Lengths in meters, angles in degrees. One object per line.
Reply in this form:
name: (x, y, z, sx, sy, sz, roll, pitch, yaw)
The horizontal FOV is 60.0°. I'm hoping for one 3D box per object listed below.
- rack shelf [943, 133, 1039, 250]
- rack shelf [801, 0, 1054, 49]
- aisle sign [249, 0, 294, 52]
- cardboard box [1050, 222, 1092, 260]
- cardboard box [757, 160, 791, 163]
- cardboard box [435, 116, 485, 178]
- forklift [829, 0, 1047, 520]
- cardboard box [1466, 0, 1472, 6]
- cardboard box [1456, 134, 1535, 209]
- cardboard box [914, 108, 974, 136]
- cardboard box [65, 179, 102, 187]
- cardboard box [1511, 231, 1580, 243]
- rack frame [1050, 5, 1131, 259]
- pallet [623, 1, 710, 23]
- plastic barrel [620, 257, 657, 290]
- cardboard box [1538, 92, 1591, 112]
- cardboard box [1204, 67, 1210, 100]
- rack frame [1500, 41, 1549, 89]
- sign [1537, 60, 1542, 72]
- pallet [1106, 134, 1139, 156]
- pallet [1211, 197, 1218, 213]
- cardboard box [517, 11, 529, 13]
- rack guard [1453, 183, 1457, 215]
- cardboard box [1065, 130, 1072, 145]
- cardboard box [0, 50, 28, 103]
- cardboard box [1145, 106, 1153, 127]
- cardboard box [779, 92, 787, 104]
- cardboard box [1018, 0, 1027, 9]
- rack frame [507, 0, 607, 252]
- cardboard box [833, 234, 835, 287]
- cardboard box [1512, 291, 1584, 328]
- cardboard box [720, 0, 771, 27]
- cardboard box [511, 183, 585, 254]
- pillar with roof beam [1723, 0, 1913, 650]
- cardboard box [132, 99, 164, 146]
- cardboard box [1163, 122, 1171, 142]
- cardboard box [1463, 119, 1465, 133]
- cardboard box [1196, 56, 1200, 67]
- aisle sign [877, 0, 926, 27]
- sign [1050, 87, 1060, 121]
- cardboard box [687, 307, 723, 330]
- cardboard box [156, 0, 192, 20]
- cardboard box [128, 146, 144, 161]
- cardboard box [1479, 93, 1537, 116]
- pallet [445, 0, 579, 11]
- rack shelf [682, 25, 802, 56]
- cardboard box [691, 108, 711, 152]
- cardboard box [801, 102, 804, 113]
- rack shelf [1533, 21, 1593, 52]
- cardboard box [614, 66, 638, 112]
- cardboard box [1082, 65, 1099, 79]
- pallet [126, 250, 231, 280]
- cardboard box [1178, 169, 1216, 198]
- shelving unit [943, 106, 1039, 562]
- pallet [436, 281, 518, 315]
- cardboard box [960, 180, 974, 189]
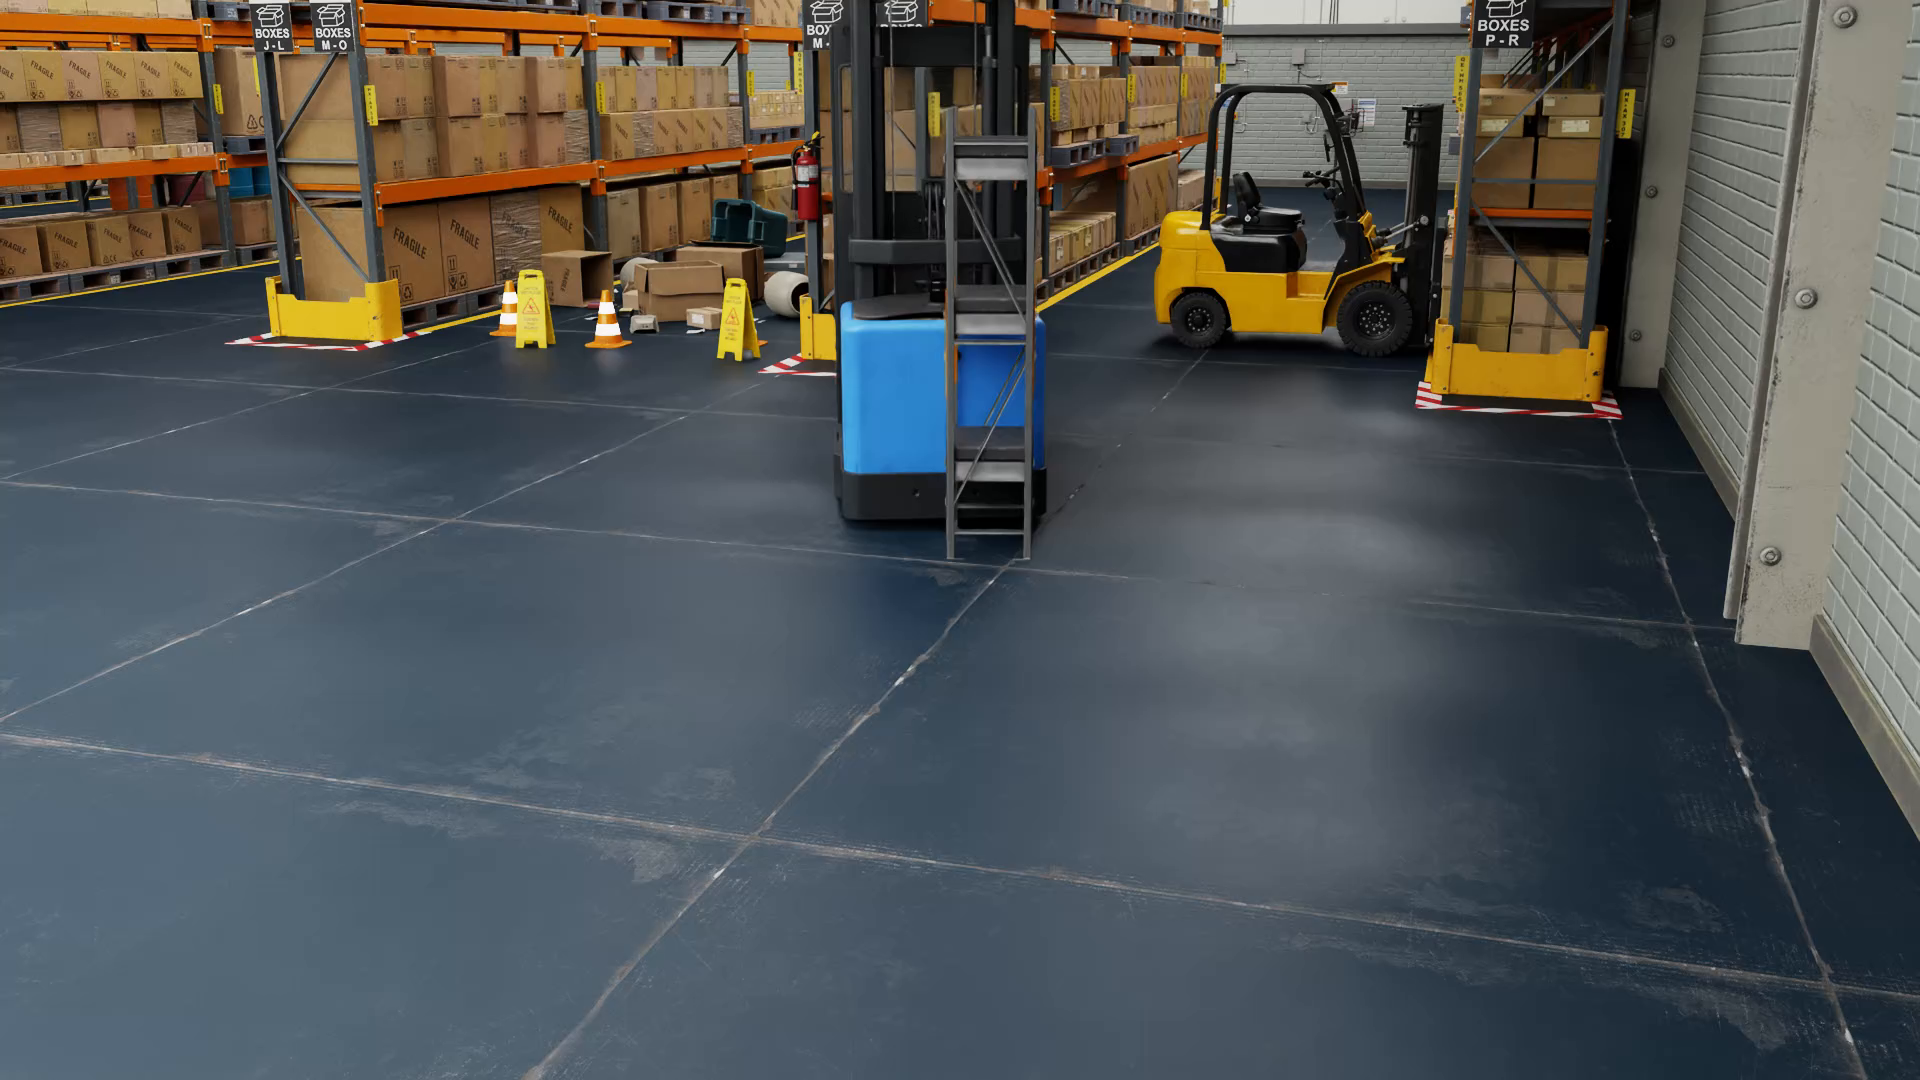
rack shelf: (0.146, -1.635, 7.732, 0.431, 0.518, 0.480, 1, 16, 2)
rack shelf: (-0.156, -4.519, 14.587, 1.077, 0.370, 4.000, 5, 16, 16)
aisle sign: (-5.806, -4.512, 13.976, 0.394, 0.787, 0.004, 5, 16, 16)
cardboard box: (0.956, -3.391, 18.835, 0.950, 0.372, 0.625, 5, 17, 18)
cardboard box: (-2.701, -5.444, 24.463, 0.500, 0.250, 0.500, 5, 17, 17)
cardboard box: (-5.022, -3.712, 15.643, 0.875, 0.550, 0.550, 5, 16, 16)
forklift: (-0.185, -1.861, 9.521, 1.130, 2.935, 3.031, -1, 16, -4)
cardboard box: (6.873, -7.115, 21.927, 0.380, 0.149, 0.250, 5, 17, 16)
cardboard box: (3.924, -2.712, 12.212, 0.500, 0.500, 0.500, 4, 16, 15)
cardboard box: (-0.179, -3.329, 13.839, 0.500, 0.500, 0.500, 5, 17, 18)
cardboard box: (-15.985, -6.587, 30.178, 0.500, 0.311, 0.500, 5, 16, 16)
cardboard box: (4.797, -2.381, 13.664, 0.500, 0.250, 0.500, 4, 16, 15)
rack frame: (1.549, -4.992, 20.433, 1.000, 3.000, 0.127, 5, 16, 16)
pallet: (-3.672, -6.236, 19.669, 1.003, 0.211, 1.213, 5, 17, 18)
plastic barrel: (-3.214, -2.648, 16.889, 0.421, 0.421, 0.512, -10, 19, -32)
cardboard box: (4.640, -3.360, 12.762, 0.380, 0.149, 0.250, 5, 17, 18)
cardboard box: (3.650, -7.202, 26.207, 0.500, 0.500, 0.500, 5, 16, 16)
rack frame: (7.446, -5.655, 22.769, 1.000, 3.000, 0.127, 5, 16, 16)
sign: (9.109, -7.362, 26.087, 0.100, 0.325, 0.005, 5, 16, 16)
pallet: (1.449, -4.705, 19.773, 1.213, 0.211, 1.003, 5, 16, 16)
pallet: (3.671, -5.528, 27.433, 1.003, 0.211, 1.213, 5, 16, 16)
cardboard box: (-6.970, -8.348, 25.814, 0.700, 0.500, 0.500, 5, 17, 17)
rack guard: (8.561, -5.479, 26.729, 1.175, 0.500, 0.348, 5, 16, 16)
cardboard box: (0.952, -4.212, 17.372, 0.380, 0.149, 0.250, 5, 17, 17)
cardboard box: (-9.659, -4.593, 16.465, 0.500, 0.500, 0.500, 5, 16, 16)
cardboard box: (2.232, -5.539, 21.718, 0.500, 0.250, 0.500, 5, 16, 16)
cardboard box: (-2.609, -6.097, 22.930, 0.380, 0.149, 0.250, 5, 17, 18)
cardboard box: (0.410, -5.034, 15.542, 0.380, 0.149, 0.250, 5, 17, 16)
rack frame: (-4.362, -4.303, 18.003, 1.000, 3.000, 0.127, 5, 16, 16)
cardboard box: (-0.746, -2.369, 14.080, 0.500, 0.500, 0.500, 5, 17, 16)
cardboard box: (4.369, -1.742, 12.327, 0.500, 0.250, 0.500, 5, 17, 17)
cardboard box: (-2.808, -6.970, 21.724, 0.500, 0.500, 0.500, 5, 16, 16)
cardboard box: (-4.608, -3.324, 17.675, 0.875, 0.875, 0.875, 5, 17, 17)
pillar with roof beam: (-0.735, -4.278, 6.920, 9.100, 9.000, 0.400, 5, 16, 16)
cardboard box: (-9.452, -4.664, 18.549, 0.875, 0.500, 0.500, 5, 16, 16)
cardboard box: (2.655, -5.696, 23.191, 0.500, 0.250, 0.500, 4, 16, 15)
cardboard box: (3.910, -3.057, 12.238, 0.380, 0.149, 0.250, 5, 17, 17)
cardboard box: (3.476, -7.339, 25.504, 0.380, 0.149, 0.250, 5, 16, 16)
aisle sign: (-0.444, -4.110, 12.557, 0.394, 0.787, 0.004, 5, 16, 16)
sign: (0.935, -4.322, 16.484, 0.100, 0.325, 0.005, 5, 16, 16)
cardboard box: (-2.288, -2.027, 15.203, 0.250, 0.149, 0.380, -15, 21, -41)
cardboard box: (-8.968, -5.946, 18.572, 0.500, 0.250, 0.500, 5, 17, 18)
cardboard box: (-9.238, -4.260, 18.310, 0.380, 0.149, 0.250, 5, 16, 16)
cardboard box: (3.936, -3.129, 11.945, 0.380, 0.149, 0.250, 5, 16, 16)
pallet: (-4.604, -5.490, 16.854, 1.003, 0.211, 1.213, 5, 16, 16)
rack shelf: (-2.657, -6.970, 23.227, 1.077, 0.370, 4.000, 5, 16, 16)
cardboard box: (-3.381, -4.998, 20.270, 0.500, 0.500, 0.500, 4, 16, 15)
cardboard box: (-2.383, -6.156, 23.681, 0.380, 0.149, 0.250, 5, 17, 16)
rack shelf: (5.741, -5.182, 16.923, 1.077, 0.370, 4.000, 5, 16, 16)
cardboard box: (-4.082, -5.097, 18.788, 0.700, 0.500, 0.500, 4, 16, 15)
cardboard box: (1.355, -5.248, 18.647, 0.380, 0.149, 0.250, 4, 16, 13)
pallet: (-9.246, -3.194, 19.204, 1.003, 0.211, 1.213, 5, 16, 16)
cardboard box: (3.731, -5.874, 27.468, 0.875, 0.438, 0.875, 4, 16, 14)
shelving unit: (0.146, -0.975, 7.919, 0.431, 2.100, 0.503, 1, 16, 2)
pallet: (-4.998, -2.448, 16.575, 1.003, 0.211, 1.213, 5, 16, 16)
cardboard box: (-0.102, -3.044, 14.026, 0.380, 0.149, 0.250, 5, 17, 17)
